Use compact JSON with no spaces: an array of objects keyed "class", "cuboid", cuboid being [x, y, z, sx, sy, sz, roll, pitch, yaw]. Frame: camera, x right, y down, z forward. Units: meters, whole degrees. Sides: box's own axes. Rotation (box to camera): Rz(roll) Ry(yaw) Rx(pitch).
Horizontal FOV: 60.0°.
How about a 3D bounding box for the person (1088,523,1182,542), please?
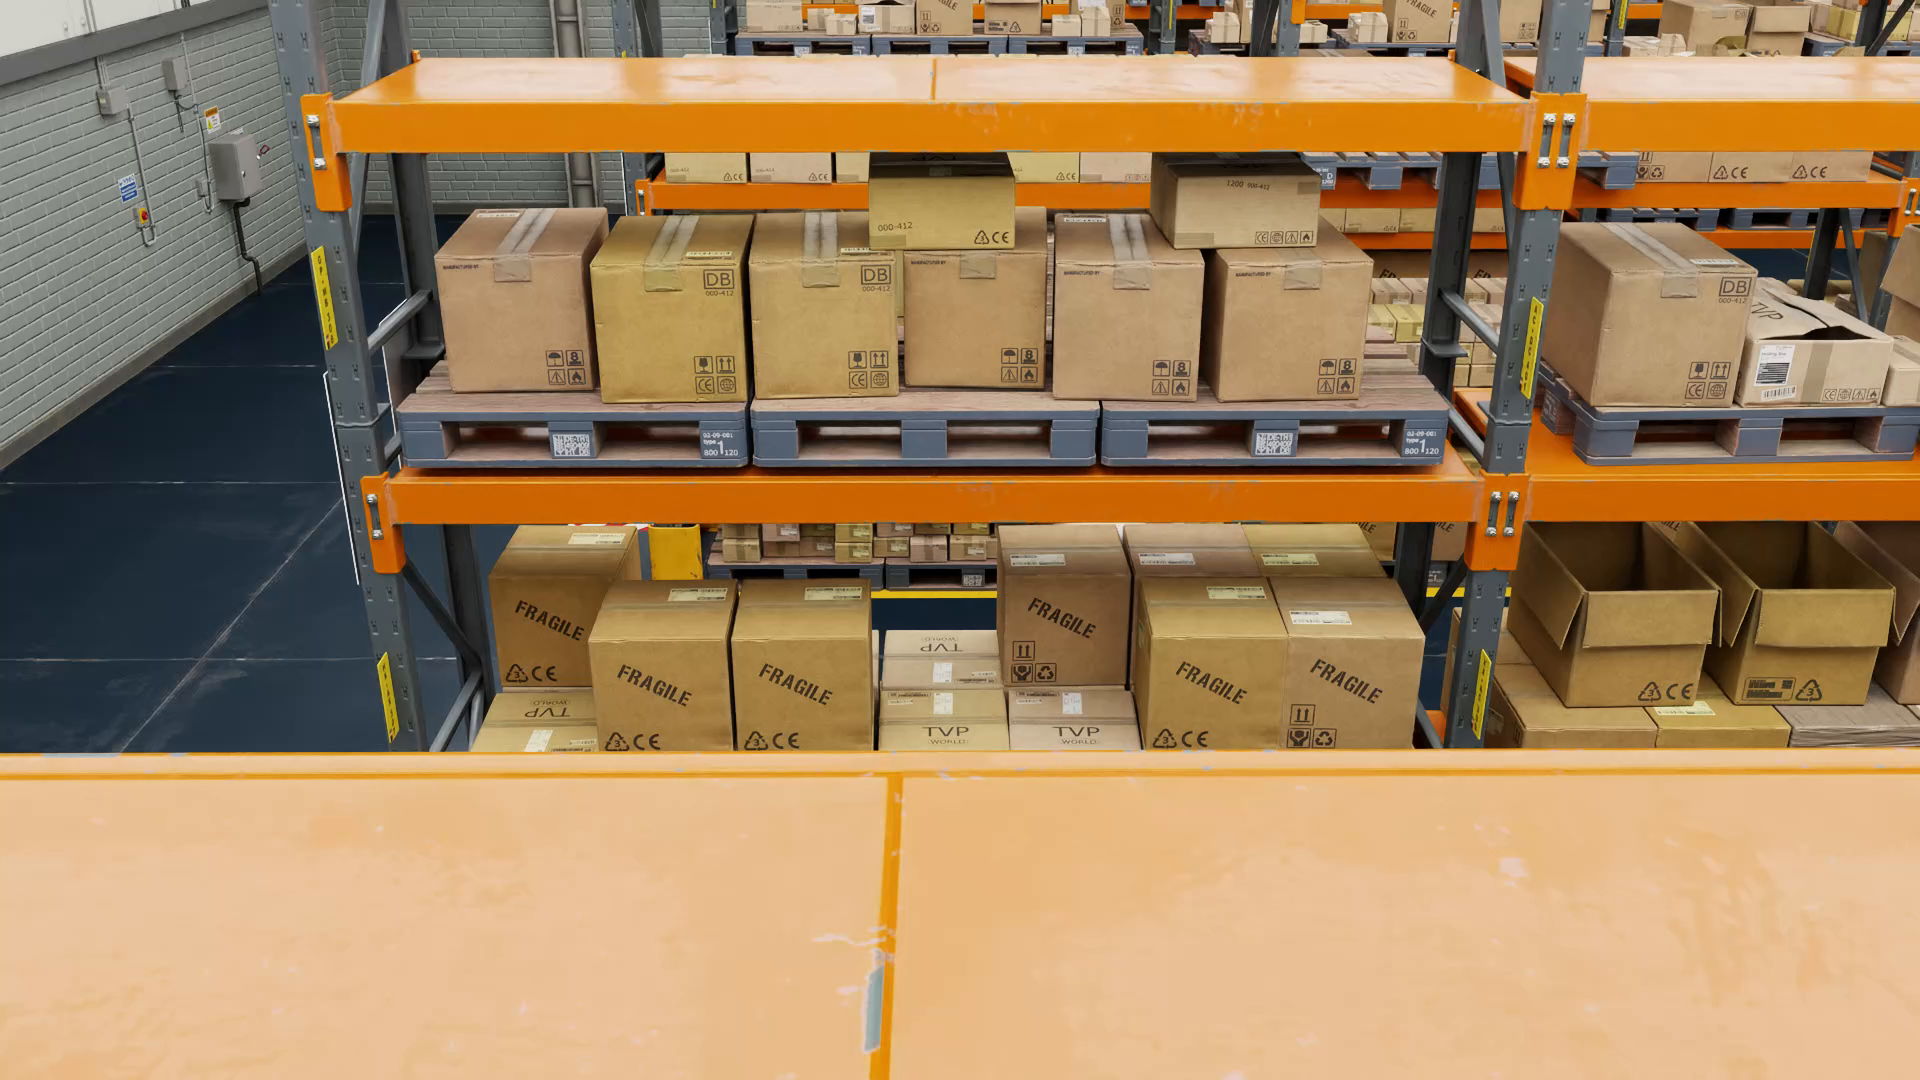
[{"class":"person","cuboid":[0.956,0.235,10.346,0.864,1.122,0.557,0,24,-1]}]
